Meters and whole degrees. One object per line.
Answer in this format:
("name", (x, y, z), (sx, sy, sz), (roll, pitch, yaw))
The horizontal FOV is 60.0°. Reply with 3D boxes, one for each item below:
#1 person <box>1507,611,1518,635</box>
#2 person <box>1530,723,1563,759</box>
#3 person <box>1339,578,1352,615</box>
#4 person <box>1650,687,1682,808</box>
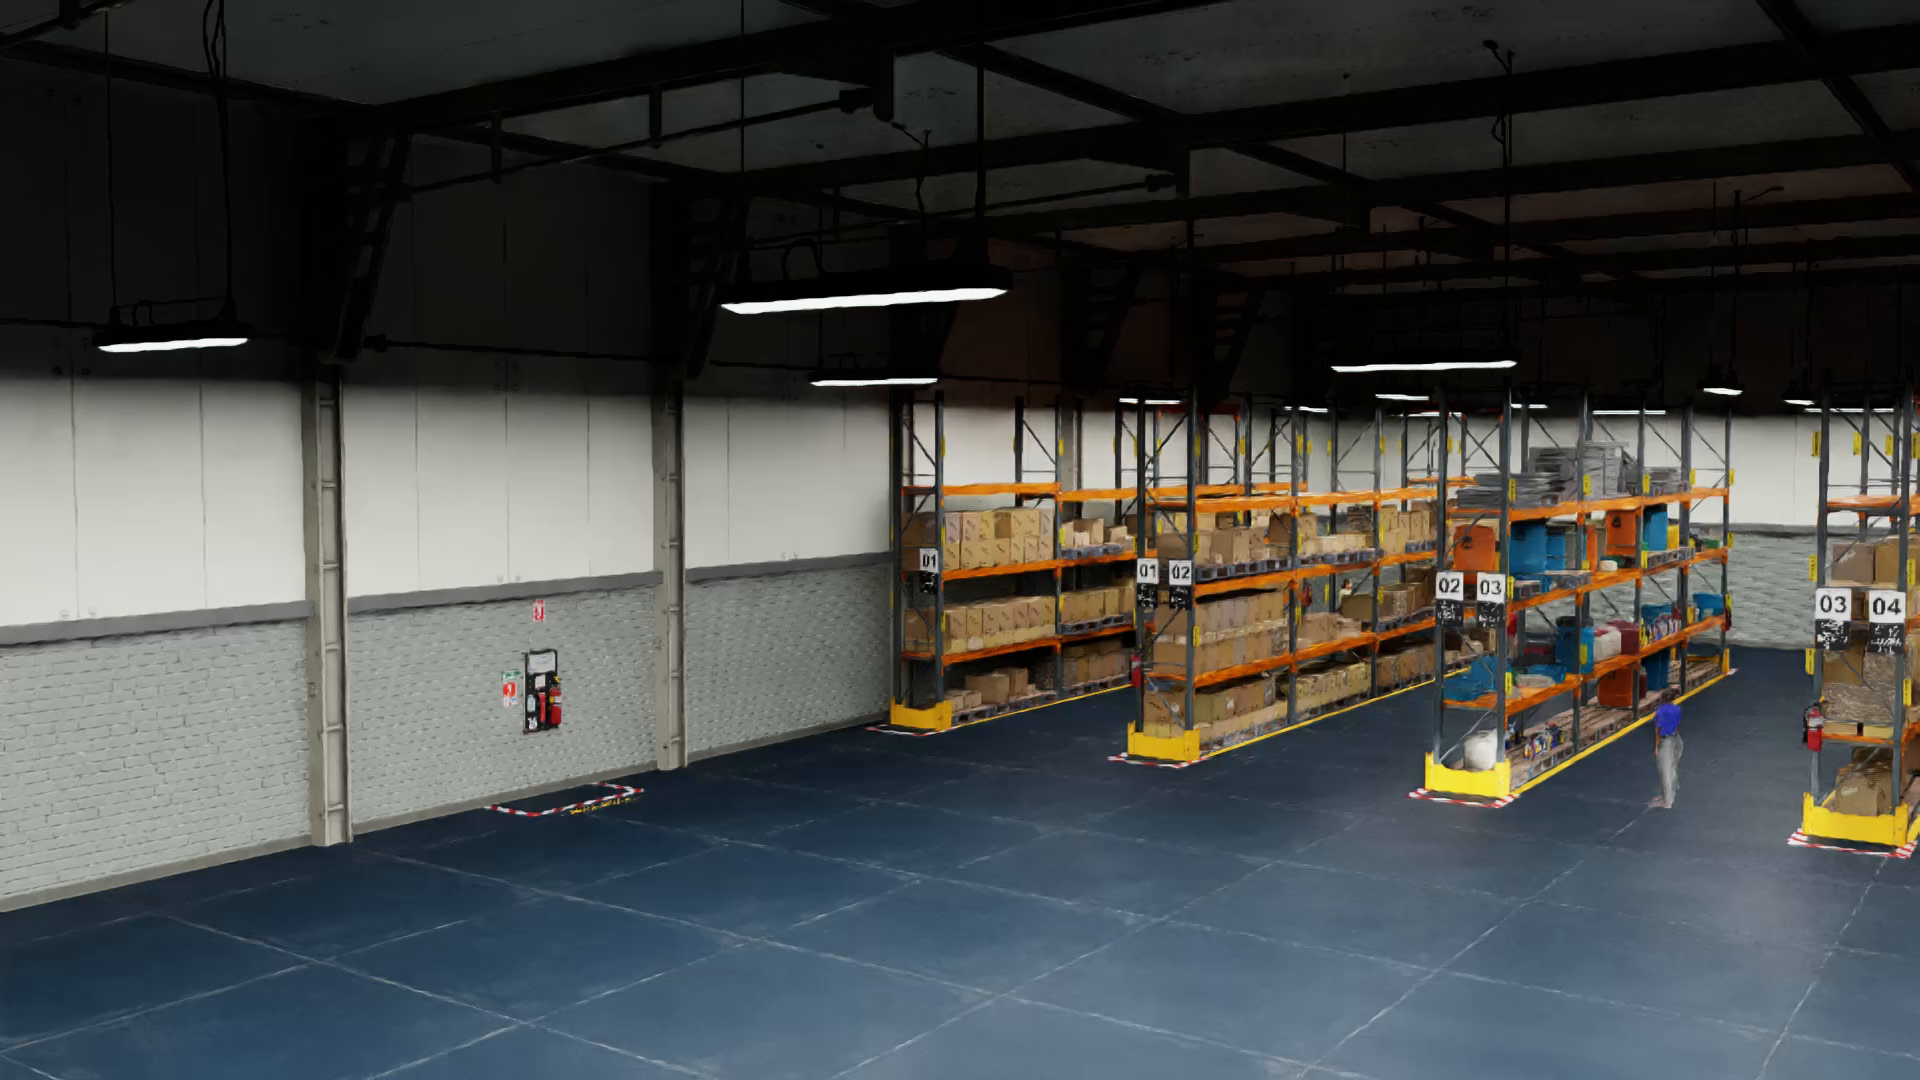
("person", (20.884, 2.496, 30.372), (21.751, 1.582, 1.850), (2, 4, 34))
("person", (15.436, 1.684, 28.989), (27.724, 3.369, 14.211), (3, 4, 42))
("person", (9.754, 1.795, 41.914), (0.543, 1.674, 0.429), (-2, 4, -35))
("person", (9.791, 2.872, 23.102), (0.498, 1.644, 0.465), (-2, 4, -25))
